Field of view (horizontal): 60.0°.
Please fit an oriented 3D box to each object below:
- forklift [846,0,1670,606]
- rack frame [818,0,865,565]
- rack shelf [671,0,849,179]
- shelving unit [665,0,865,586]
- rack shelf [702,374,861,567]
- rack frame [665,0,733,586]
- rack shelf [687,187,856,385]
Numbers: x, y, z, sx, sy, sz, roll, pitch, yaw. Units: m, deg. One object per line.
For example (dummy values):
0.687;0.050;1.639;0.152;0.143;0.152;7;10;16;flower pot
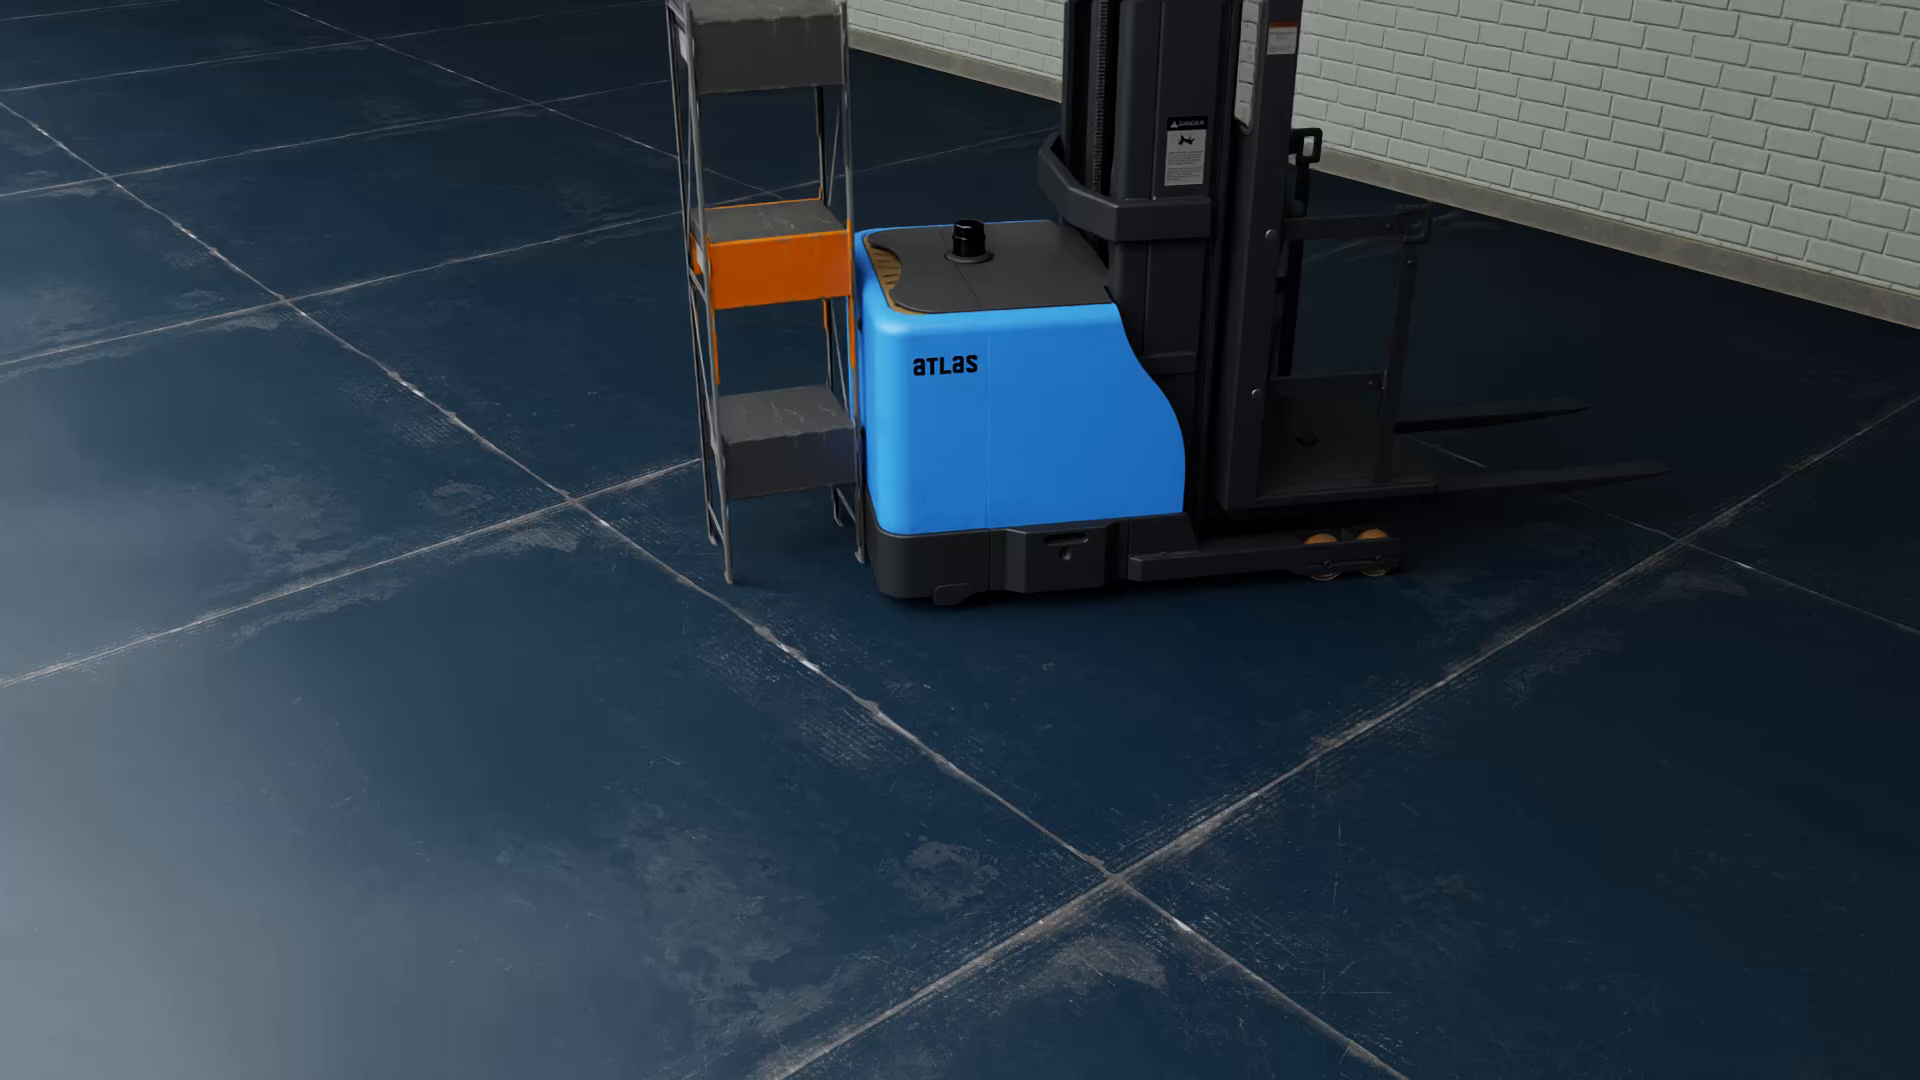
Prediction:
1.130;-1.387;5.736;3.031;2.935;1.130;-5;28;-9;forklift
-0.417;-0.924;5.751;0.015;2.100;0.400;-9;29;-16;rack frame
-0.649;-1.494;5.361;0.480;0.518;0.431;-9;29;-16;rack shelf
-0.649;-0.888;5.684;0.503;2.100;0.431;-9;29;-16;shelving unit
-0.649;-0.259;6.021;0.480;0.518;0.431;-9;29;-16;rack shelf
-0.881;-0.853;5.618;0.015;2.100;0.400;-9;29;-16;rack frame
-0.649;-0.876;5.691;0.480;0.518;0.431;-9;29;-16;rack shelf
